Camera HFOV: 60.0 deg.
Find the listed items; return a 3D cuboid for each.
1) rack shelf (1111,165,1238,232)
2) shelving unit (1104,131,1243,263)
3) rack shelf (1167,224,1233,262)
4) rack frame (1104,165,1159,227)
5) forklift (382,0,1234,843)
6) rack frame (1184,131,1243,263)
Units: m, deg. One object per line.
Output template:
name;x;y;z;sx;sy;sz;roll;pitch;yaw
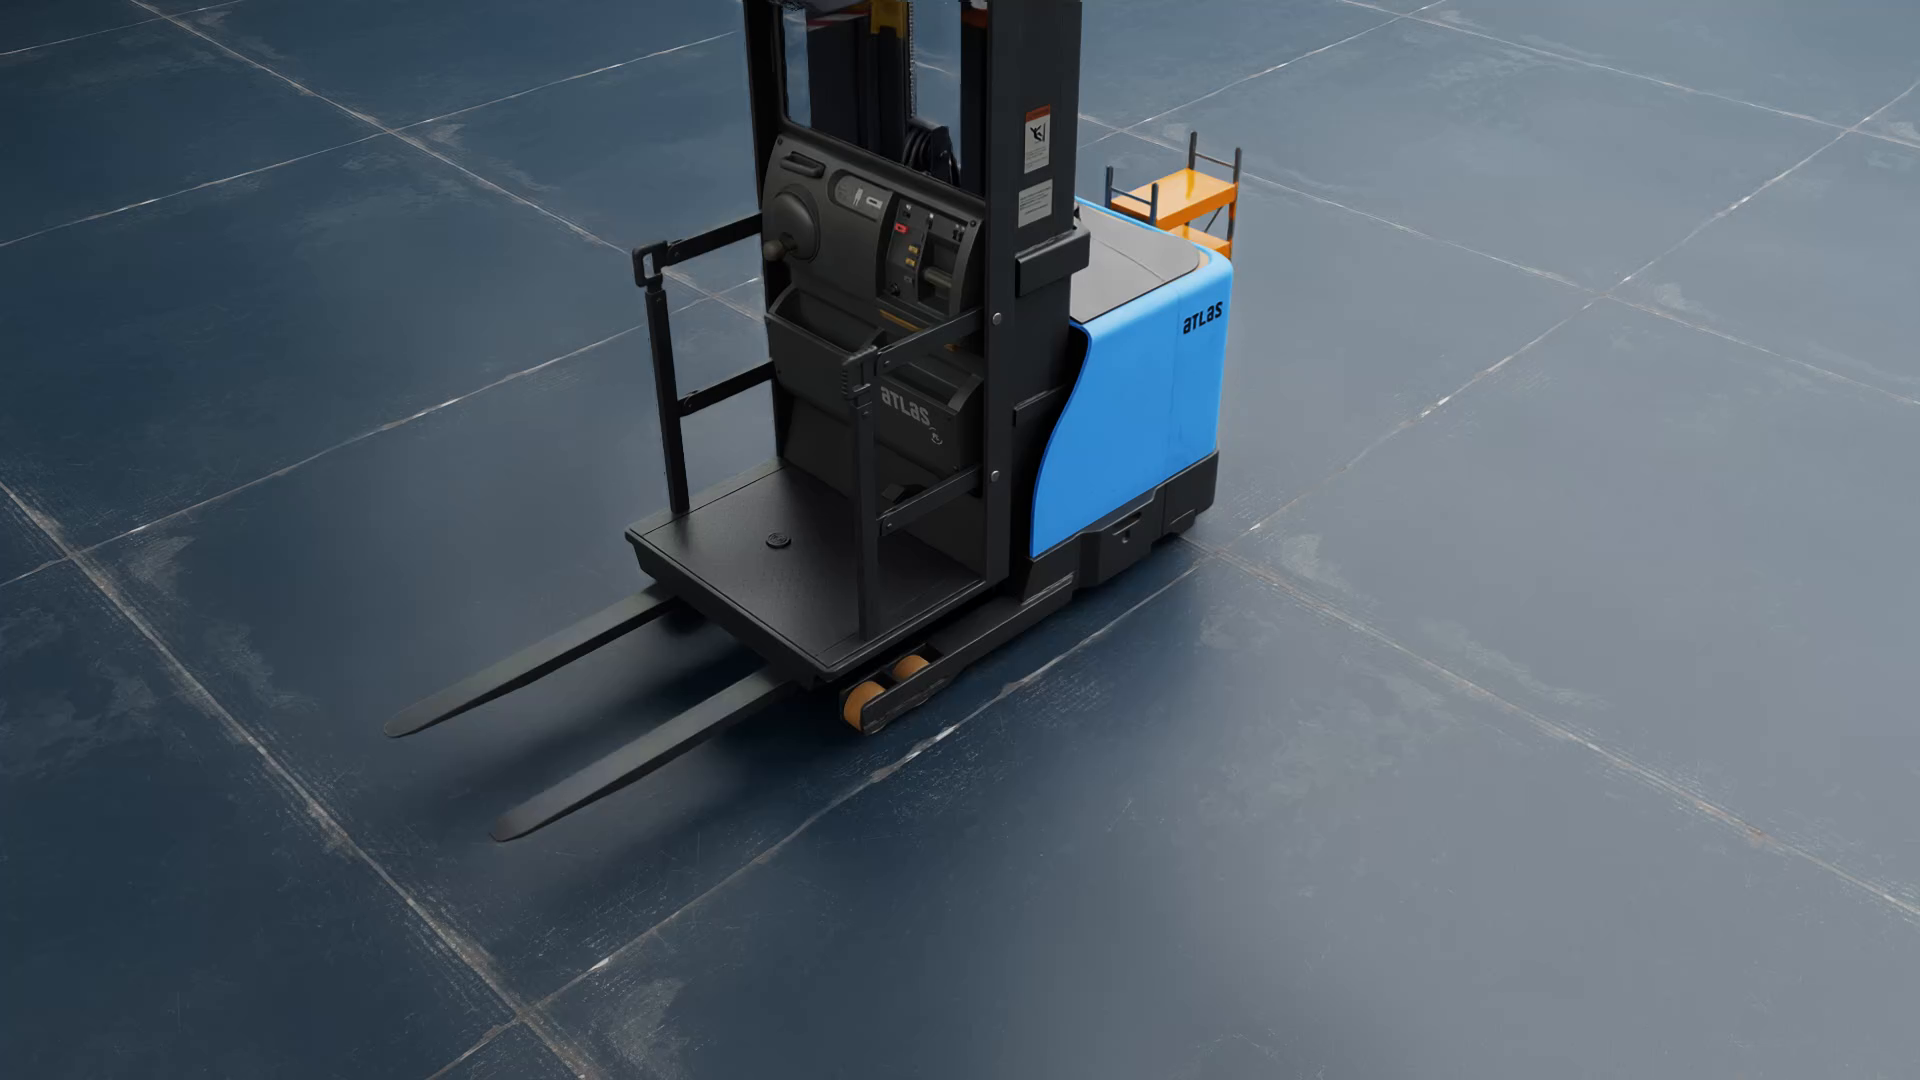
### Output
rack shelf;0.803;-1.258;6.318;0.480;0.148;0.258;-29;44;-35
shelving unit;0.803;-0.936;6.543;0.503;1.200;0.258;-29;44;-35
rack shelf;0.803;-1.064;6.453;0.480;0.148;0.258;-29;44;-35
rack frame;0.629;-0.838;6.403;0.015;1.200;0.240;-29;44;-35
forklift;-0.436;-0.915;4.999;3.031;2.935;1.130;-29;44;-35
rack frame;0.978;-1.033;6.682;0.015;1.200;0.240;-29;44;-35
